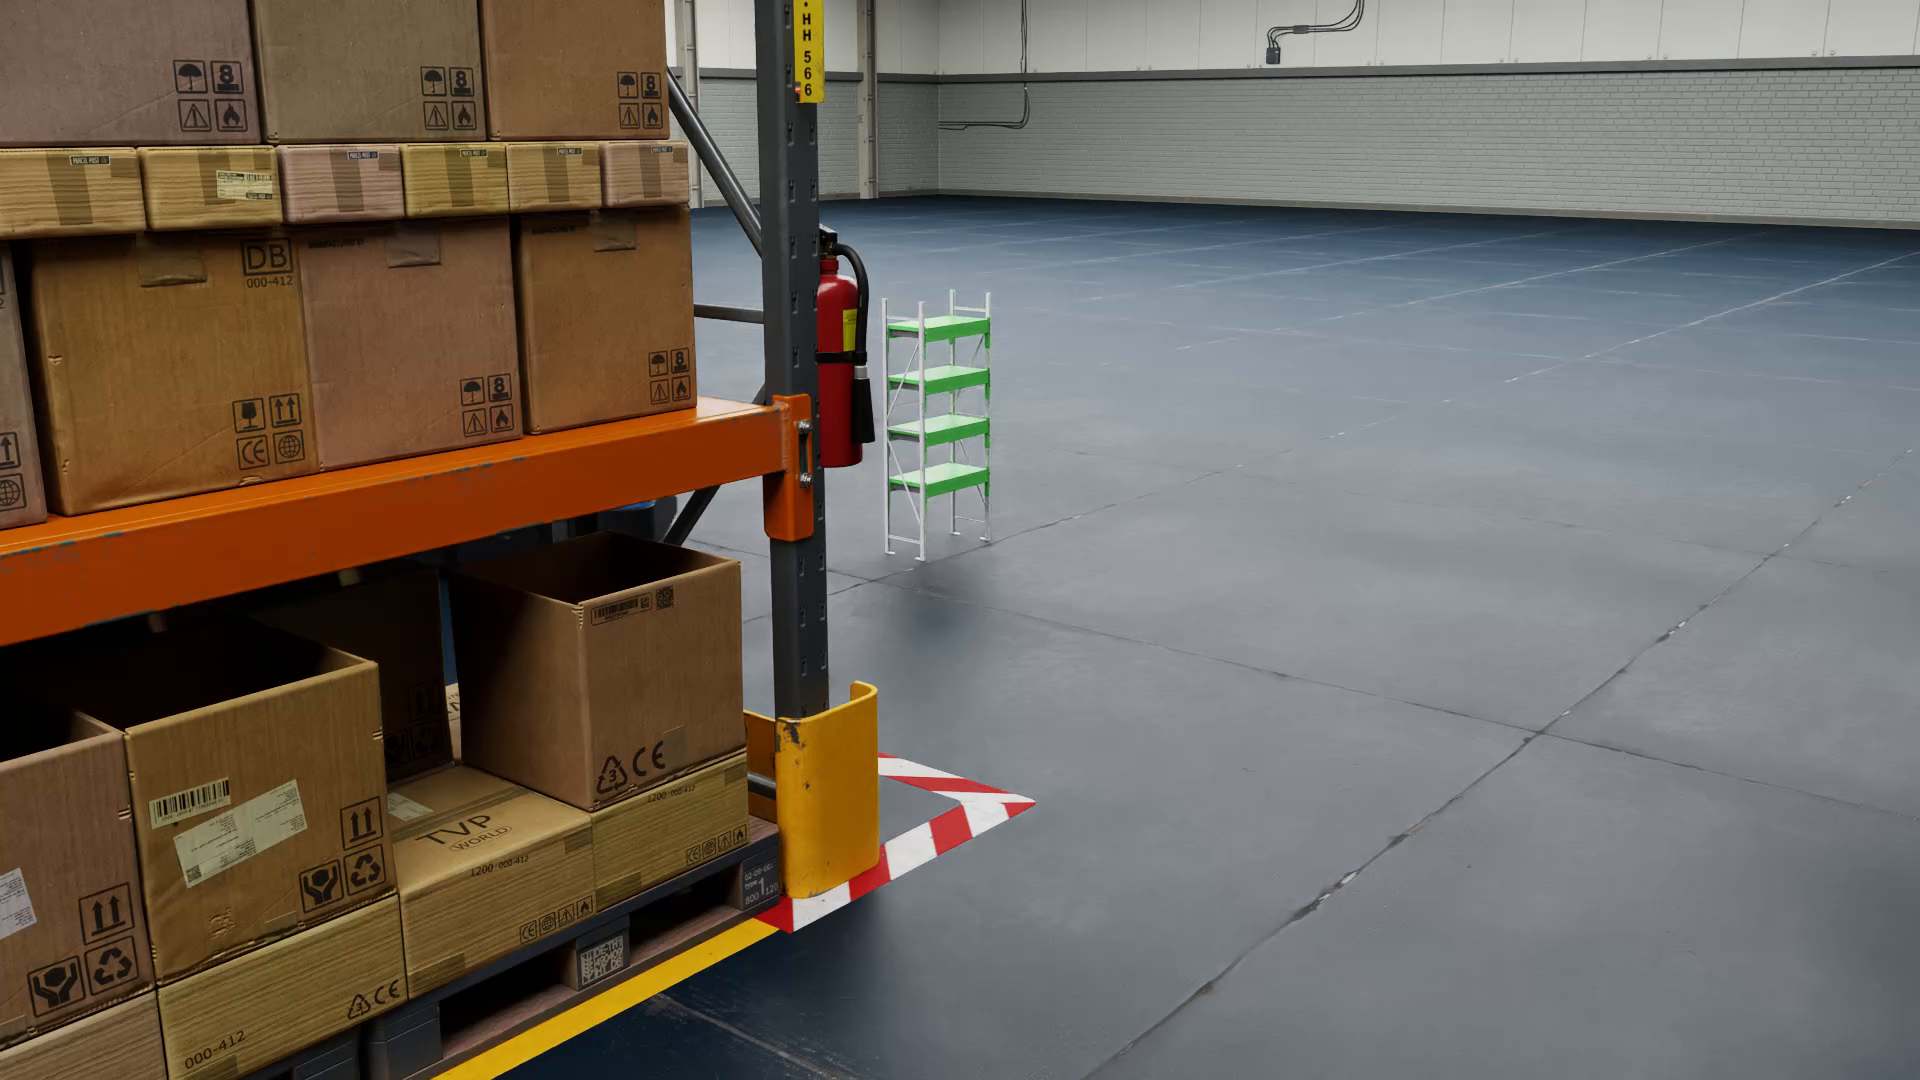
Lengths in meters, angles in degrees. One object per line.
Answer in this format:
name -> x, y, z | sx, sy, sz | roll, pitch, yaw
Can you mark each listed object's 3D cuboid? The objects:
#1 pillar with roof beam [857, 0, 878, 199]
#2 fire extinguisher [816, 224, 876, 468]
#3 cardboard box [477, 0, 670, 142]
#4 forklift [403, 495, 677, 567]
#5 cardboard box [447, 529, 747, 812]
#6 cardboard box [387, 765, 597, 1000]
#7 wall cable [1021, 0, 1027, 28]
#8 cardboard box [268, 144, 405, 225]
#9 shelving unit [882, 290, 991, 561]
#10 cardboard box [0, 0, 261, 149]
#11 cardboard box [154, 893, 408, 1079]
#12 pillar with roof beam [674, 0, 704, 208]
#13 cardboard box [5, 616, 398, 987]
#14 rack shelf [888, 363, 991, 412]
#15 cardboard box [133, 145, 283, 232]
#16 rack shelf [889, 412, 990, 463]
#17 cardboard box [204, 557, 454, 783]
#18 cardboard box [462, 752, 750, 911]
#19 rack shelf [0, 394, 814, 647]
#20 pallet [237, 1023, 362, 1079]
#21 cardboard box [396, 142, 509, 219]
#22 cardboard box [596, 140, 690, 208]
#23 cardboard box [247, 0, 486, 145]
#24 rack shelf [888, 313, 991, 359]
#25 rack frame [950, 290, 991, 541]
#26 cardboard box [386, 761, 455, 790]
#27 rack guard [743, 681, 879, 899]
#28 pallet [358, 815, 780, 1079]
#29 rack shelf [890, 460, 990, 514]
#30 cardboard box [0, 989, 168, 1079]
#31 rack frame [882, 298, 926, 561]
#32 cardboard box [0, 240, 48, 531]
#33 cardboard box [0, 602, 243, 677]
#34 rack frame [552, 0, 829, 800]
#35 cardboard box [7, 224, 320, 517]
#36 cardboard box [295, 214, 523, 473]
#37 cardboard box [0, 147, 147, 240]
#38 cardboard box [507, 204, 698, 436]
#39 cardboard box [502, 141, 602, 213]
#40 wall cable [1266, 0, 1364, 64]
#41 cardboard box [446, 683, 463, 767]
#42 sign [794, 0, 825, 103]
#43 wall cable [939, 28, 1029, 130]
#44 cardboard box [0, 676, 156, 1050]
pillar with roof beam -> 1.016, -12.445, 38.837 | 9.100, 9.000, 0.400 | 11, 18, 38
fire extinguisher -> -0.339, -0.531, 4.279 | 0.296, 0.674, 0.183 | 11, 18, 38
cardboard box -> -1.111, -1.198, 3.907 | 0.700, 0.500, 0.500 | 11, 18, 38
forklift -> -2.913, -1.363, 7.534 | 3.031, 2.935, 1.130 | -1, 14, -3
cardboard box -> -0.880, 0.297, 4.072 | 0.500, 0.500, 0.500 | 11, 18, 38
cardboard box -> -1.187, 0.757, 3.781 | 0.500, 0.250, 0.500 | 11, 18, 38
wall cable -> 2.652, -13.995, 40.987 | 3.097, 2.526, 0.112 | 11, 18, 38
cardboard box -> -1.351, -0.731, 3.387 | 0.380, 0.149, 0.250 | 12, 18, 38
shelving unit -> -0.104, -0.550, 7.850 | 0.258, 1.200, 0.503 | 11, 18, 38
cardboard box -> -1.754, -0.999, 3.127 | 0.700, 0.500, 0.500 | 11, 18, 38
cardboard box -> -1.500, 0.853, 3.403 | 0.500, 0.250, 0.500 | 11, 18, 38
pillar with roof beam -> -2.755, -11.296, 34.314 | 9.100, 9.000, 0.400 | 11, 18, 38
cardboard box -> -1.498, 0.490, 3.309 | 0.500, 0.500, 0.500 | 11, 18, 38
rack shelf -> -0.104, -0.721, 7.807 | 0.258, 0.148, 0.480 | 11, 18, 38
cardboard box -> -1.515, -0.681, 3.189 | 0.380, 0.149, 0.250 | 12, 19, 39
rack shelf -> -0.104, -0.488, 7.866 | 0.258, 0.148, 0.480 | 11, 18, 38
cardboard box -> -1.598, 0.312, 4.011 | 0.500, 0.500, 0.500 | 11, 18, 38
cardboard box -> -0.882, 0.660, 4.166 | 0.500, 0.250, 0.500 | 11, 18, 38
rack shelf -> -2.032, 0.114, 3.044 | 1.077, 0.370, 4.000 | 11, 18, 38
pallet -> -1.990, 1.119, 3.289 | 1.003, 0.211, 1.213 | 11, 18, 38
cardboard box -> -1.191, -0.779, 3.576 | 0.380, 0.149, 0.250 | 11, 18, 37
cardboard box -> -0.867, -0.878, 3.967 | 0.380, 0.149, 0.250 | 11, 18, 37
cardboard box -> -1.438, -1.096, 3.507 | 0.700, 0.500, 0.500 | 11, 18, 36
rack shelf -> -0.104, -0.953, 7.748 | 0.258, 0.148, 0.480 | 11, 18, 38
rack frame -> 0.049, -0.597, 8.034 | 0.240, 1.200, 0.015 | 11, 18, 38
cardboard box -> -1.596, 0.676, 4.102 | 0.500, 0.250, 0.500 | 11, 18, 38
rack guard -> -0.760, 0.589, 4.789 | 1.175, 0.500, 0.348 | 11, 18, 38
pallet -> -1.223, 0.886, 4.204 | 1.003, 0.211, 1.213 | 11, 18, 38
rack shelf -> -0.104, -0.255, 7.925 | 0.258, 0.148, 0.480 | 11, 18, 38
cardboard box -> -1.816, 0.949, 3.028 | 0.500, 0.250, 0.500 | 11, 18, 38
rack frame -> -0.257, -0.503, 7.666 | 0.240, 1.200, 0.015 | 11, 18, 38
cardboard box -> -2.049, -0.282, 2.938 | 0.700, 0.500, 0.500 | 12, 19, 39
cardboard box -> -1.902, 0.410, 3.626 | 0.500, 0.500, 0.500 | 11, 18, 38
rack frame -> -0.775, -0.618, 4.463 | 1.000, 3.000, 0.127 | 11, 18, 38
cardboard box -> -1.721, -0.383, 3.337 | 0.700, 0.500, 0.500 | 11, 18, 38
cardboard box -> -1.405, -0.478, 3.708 | 0.700, 0.500, 0.500 | 12, 18, 39
cardboard box -> -1.679, -0.630, 2.990 | 0.380, 0.149, 0.250 | 12, 18, 39
cardboard box -> -1.078, -0.579, 4.107 | 0.700, 0.500, 0.500 | 11, 18, 38
cardboard box -> -1.030, -0.828, 3.769 | 0.380, 0.149, 0.250 | 12, 18, 39
wall cable -> 7.922, -13.647, 36.661 | 2.305, 6.003, 0.169 | 11, 18, 38
cardboard box -> -1.285, 0.579, 4.481 | 0.500, 0.250, 0.500 | 11, 18, 38
sign -> -0.362, -1.207, 3.950 | 0.100, 0.325, 0.005 | 11, 18, 38
wall cable -> 0.548, -11.966, 43.257 | 3.097, 2.526, 0.112 | 11, 18, 38
cardboard box -> -1.813, 0.586, 2.933 | 0.500, 0.500, 0.500 | 11, 18, 38
